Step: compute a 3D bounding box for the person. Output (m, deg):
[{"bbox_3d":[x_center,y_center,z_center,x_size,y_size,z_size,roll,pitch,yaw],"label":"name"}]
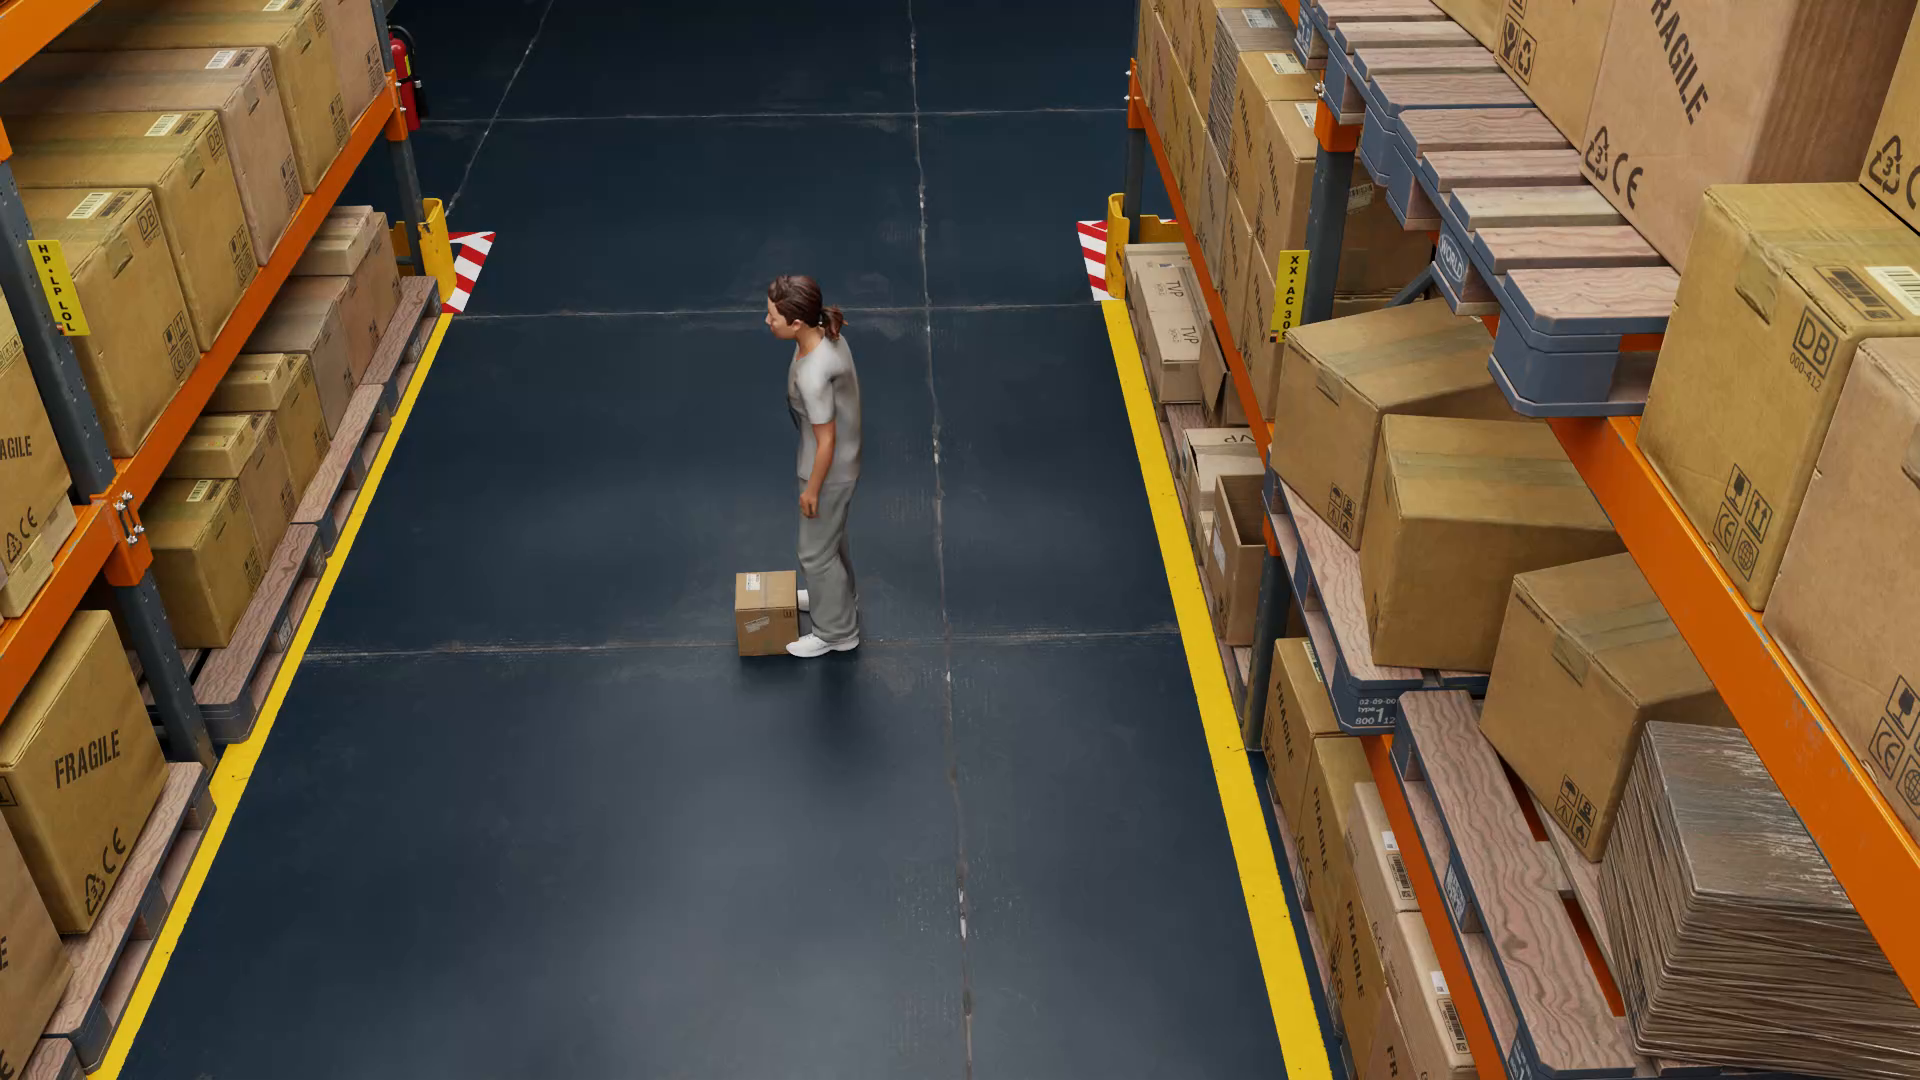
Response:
[{"bbox_3d":[-0.556,-0.290,6.556,0.360,1.672,0.485,-1,35,-2],"label":"person"}]
